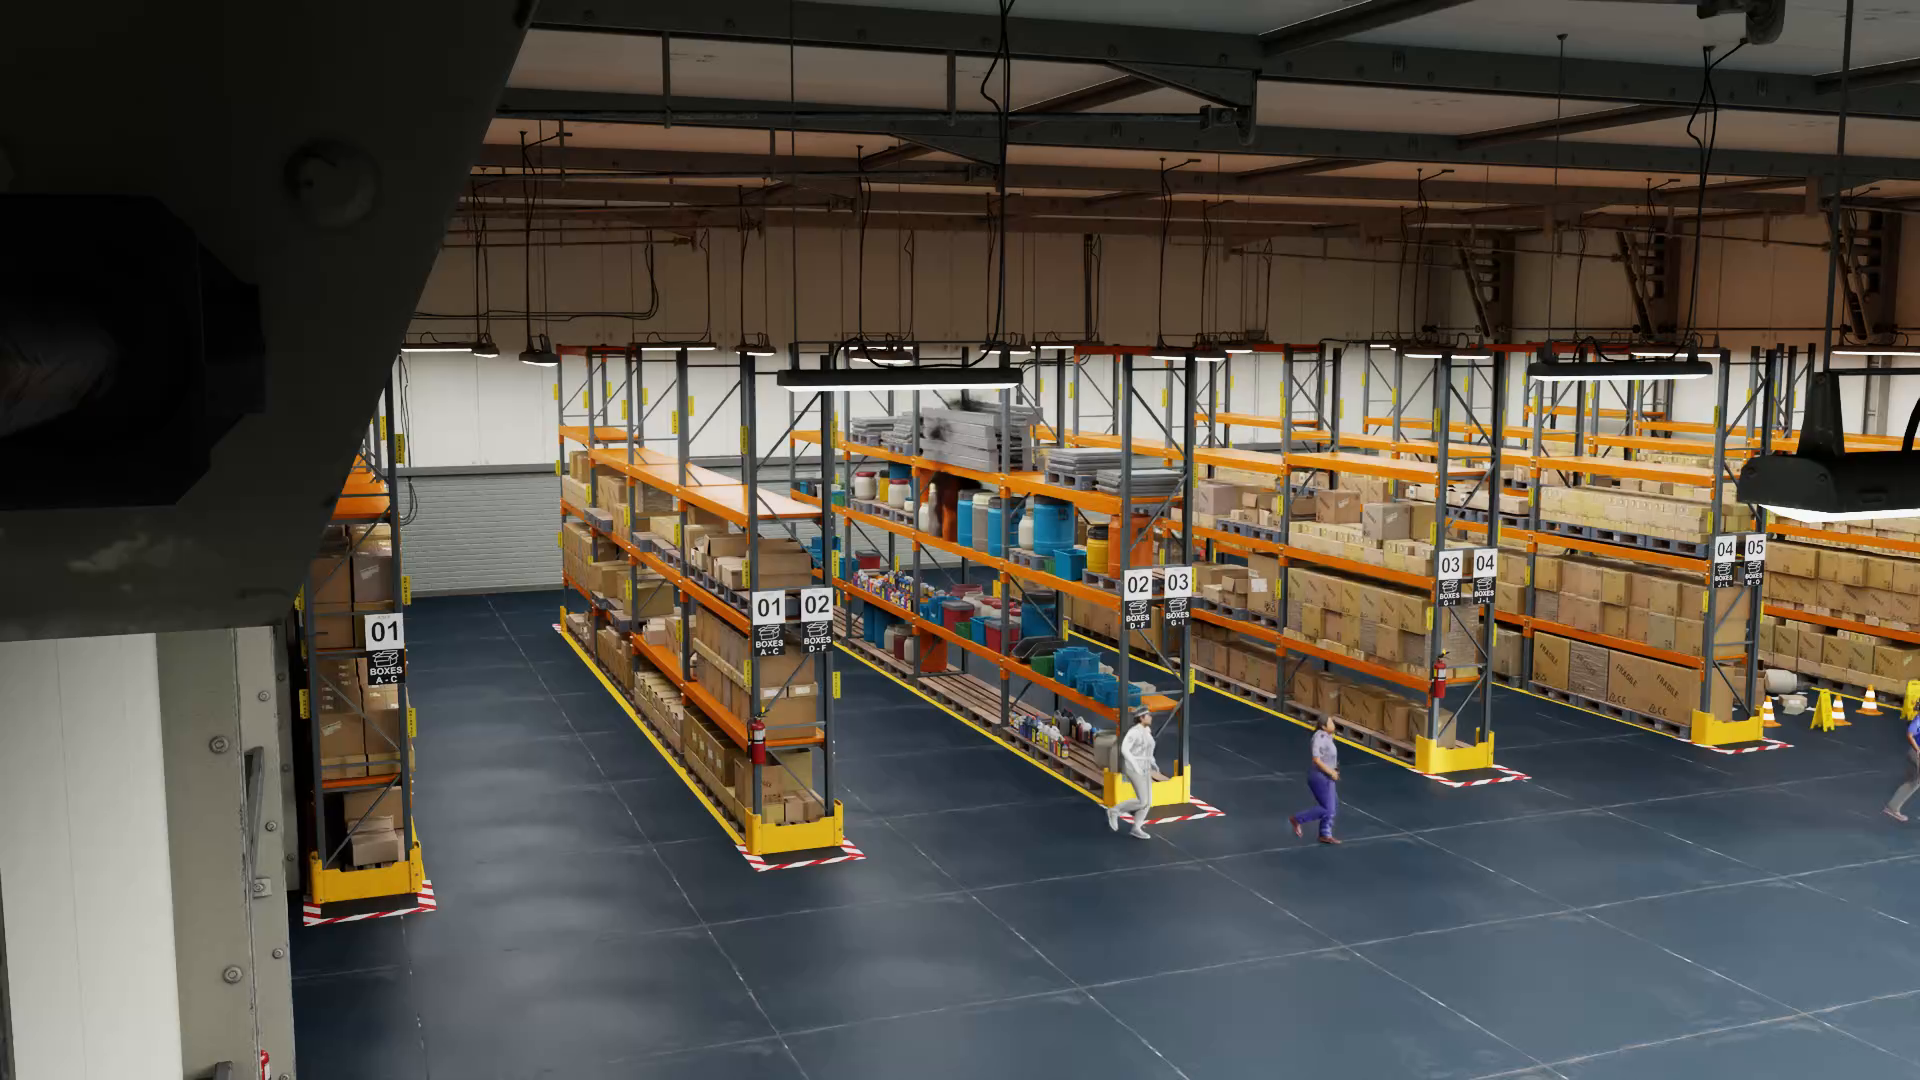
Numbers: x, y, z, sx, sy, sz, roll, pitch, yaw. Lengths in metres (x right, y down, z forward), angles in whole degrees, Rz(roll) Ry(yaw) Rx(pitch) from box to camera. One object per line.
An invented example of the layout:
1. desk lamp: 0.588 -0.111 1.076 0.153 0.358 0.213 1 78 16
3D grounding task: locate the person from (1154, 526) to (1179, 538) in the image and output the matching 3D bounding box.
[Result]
1. person: 4.995 0.277 40.858 0.809 1.803 0.666 -5 9 -34

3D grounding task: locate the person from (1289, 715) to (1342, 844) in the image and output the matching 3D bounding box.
1. person: 4.404 2.948 20.533 0.655 1.630 0.608 1 7 10

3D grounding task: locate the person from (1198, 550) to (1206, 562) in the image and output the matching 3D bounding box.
1. person: 5.068 1.077 34.548 0.666 1.758 0.728 -4 8 -28

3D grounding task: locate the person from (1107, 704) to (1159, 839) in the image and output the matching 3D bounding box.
1. person: 2.210 2.874 20.926 0.560 1.639 0.676 4 8 26

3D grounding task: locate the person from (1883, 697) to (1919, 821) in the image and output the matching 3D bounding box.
1. person: 12.212 2.833 21.147 0.734 1.717 0.556 2 8 15
